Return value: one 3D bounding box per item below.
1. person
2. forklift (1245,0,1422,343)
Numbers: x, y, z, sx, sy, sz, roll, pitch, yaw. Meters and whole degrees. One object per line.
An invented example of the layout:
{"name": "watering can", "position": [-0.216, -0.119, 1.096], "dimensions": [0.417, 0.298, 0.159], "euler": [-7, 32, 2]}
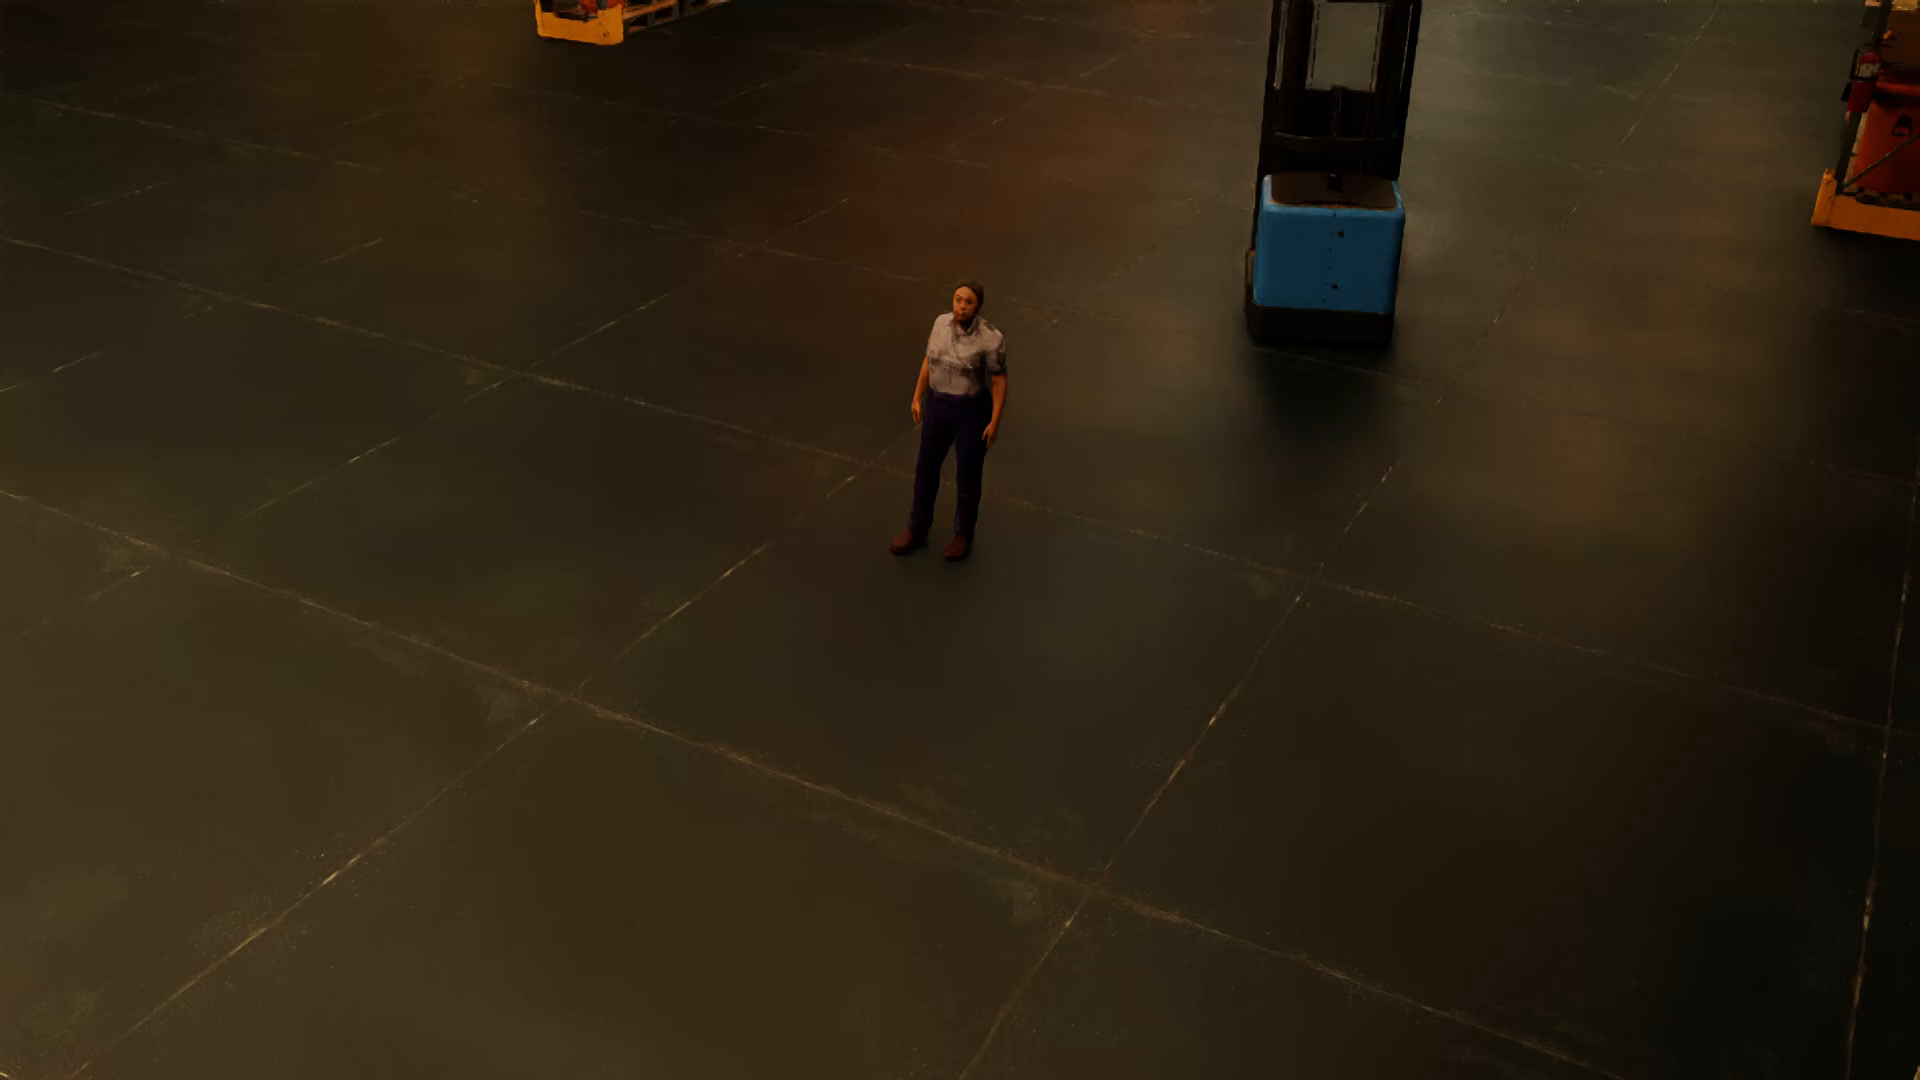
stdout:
{"name": "person", "position": [-0.063, -0.686, 9.529], "dimensions": [0.599, 1.650, 0.502], "euler": [15, 33, 25]}
{"name": "forklift", "position": [2.933, -3.454, 13.055], "dimensions": [1.130, 2.935, 3.031], "euler": [4, 30, 8]}
